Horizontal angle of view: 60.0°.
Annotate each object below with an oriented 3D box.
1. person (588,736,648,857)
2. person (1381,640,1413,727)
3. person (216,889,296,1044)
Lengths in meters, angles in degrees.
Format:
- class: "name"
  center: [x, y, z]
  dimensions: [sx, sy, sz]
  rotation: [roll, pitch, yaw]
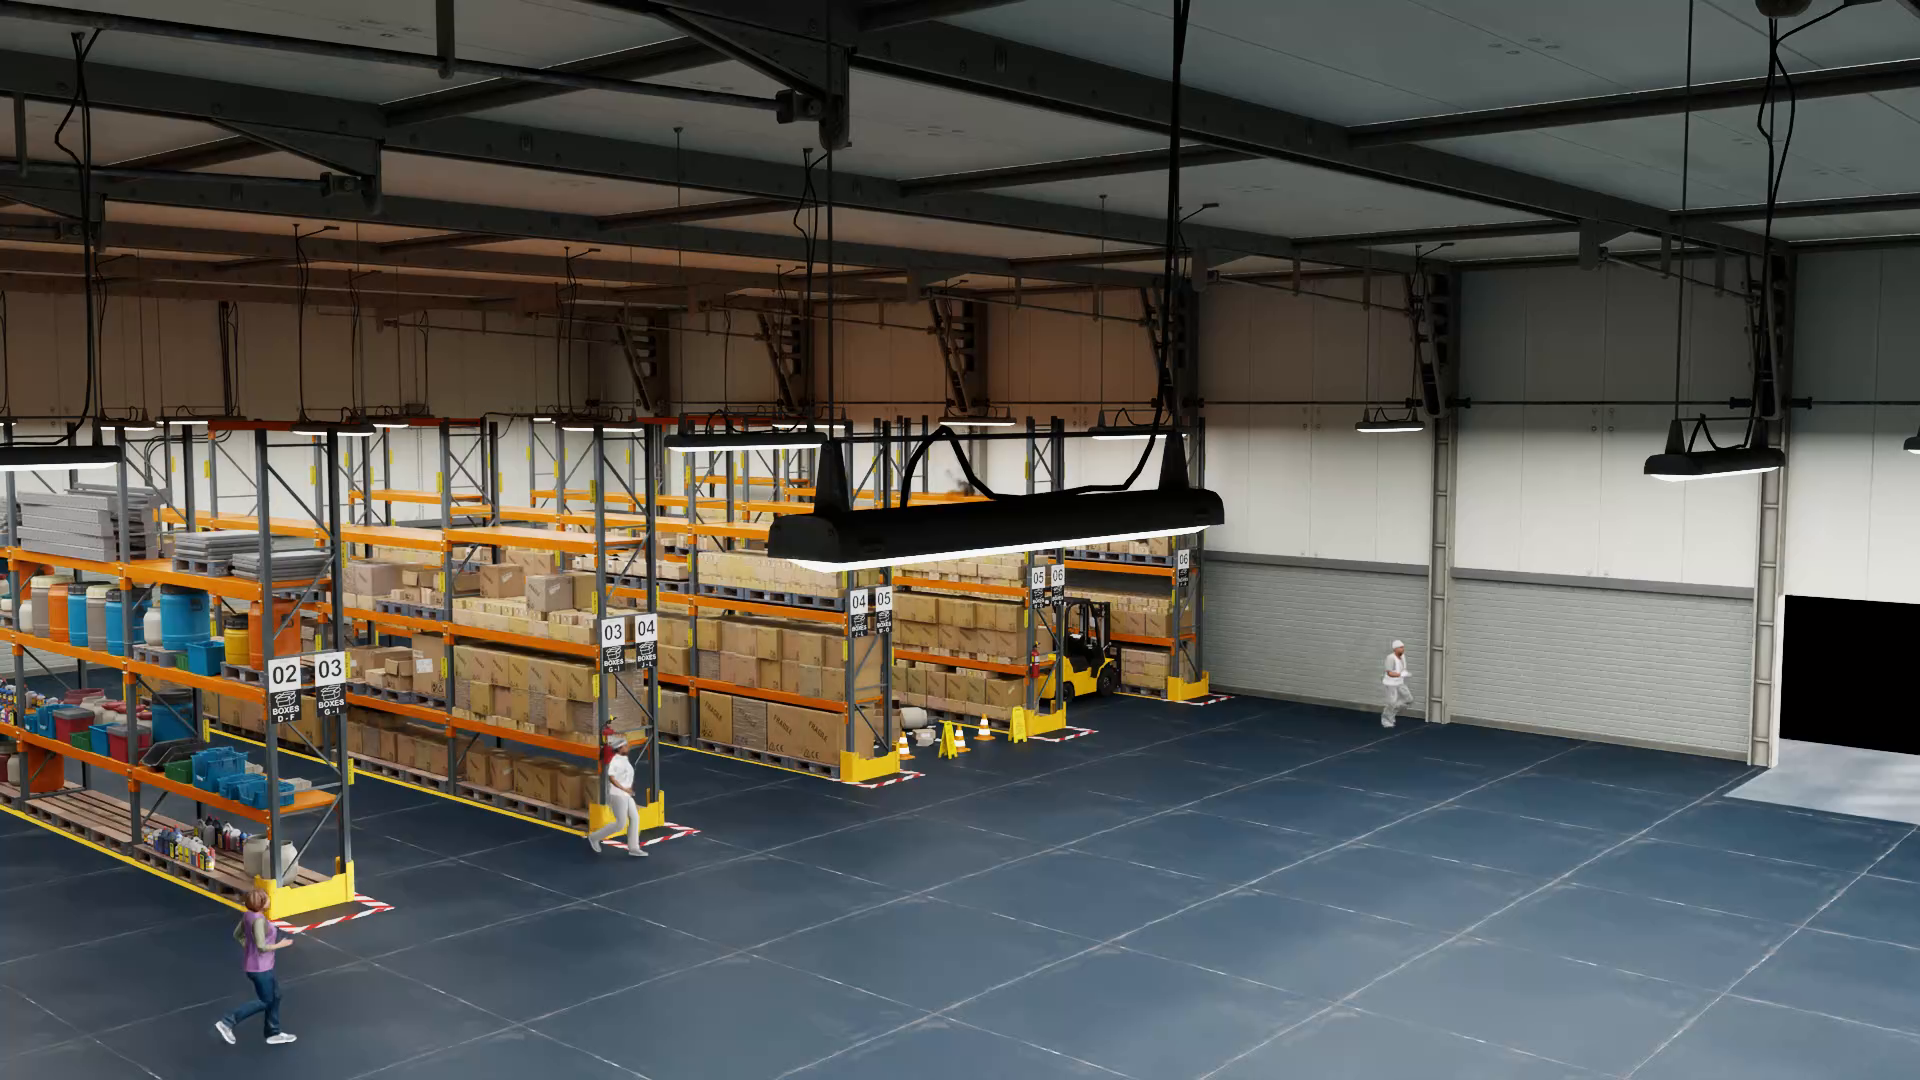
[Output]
- class: "person"
  center: [-4.746, 3.571, 23.276]
  dimensions: [0.837, 1.653, 0.642]
  rotation: [0, 5, 3]
- class: "person"
  center: [8.451, 2.784, 32.112]
  dimensions: [0.726, 1.723, 0.728]
  rotation: [-5, 7, -44]
- class: "person"
  center: [-6.902, 4.190, 16.251]
  dimensions: [0.730, 1.574, 0.546]
  rotation: [-3, 6, -33]
